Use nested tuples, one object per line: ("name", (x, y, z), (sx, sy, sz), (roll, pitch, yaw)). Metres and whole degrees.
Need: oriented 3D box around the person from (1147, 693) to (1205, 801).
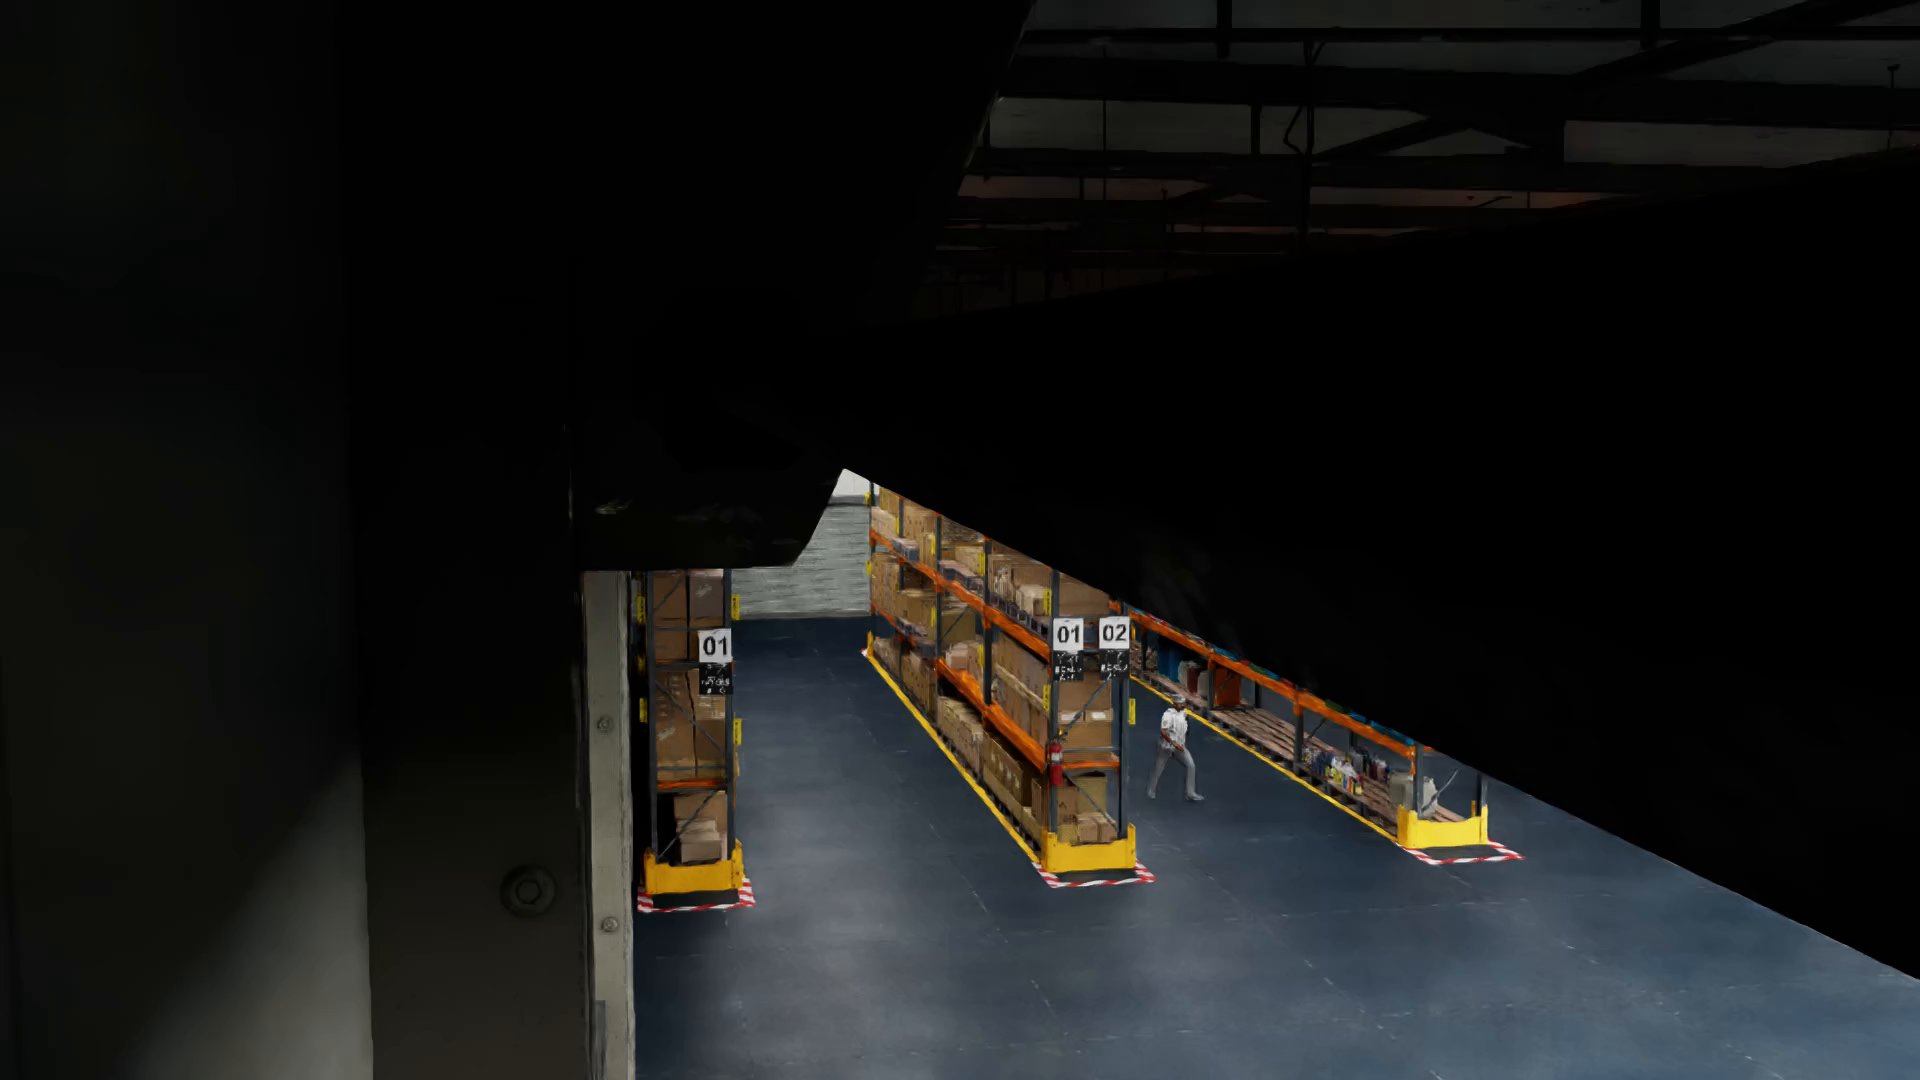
("person", (3.119, 2.992, 24.269), (0.625, 1.608, 0.815), (-3, 7, -29))
